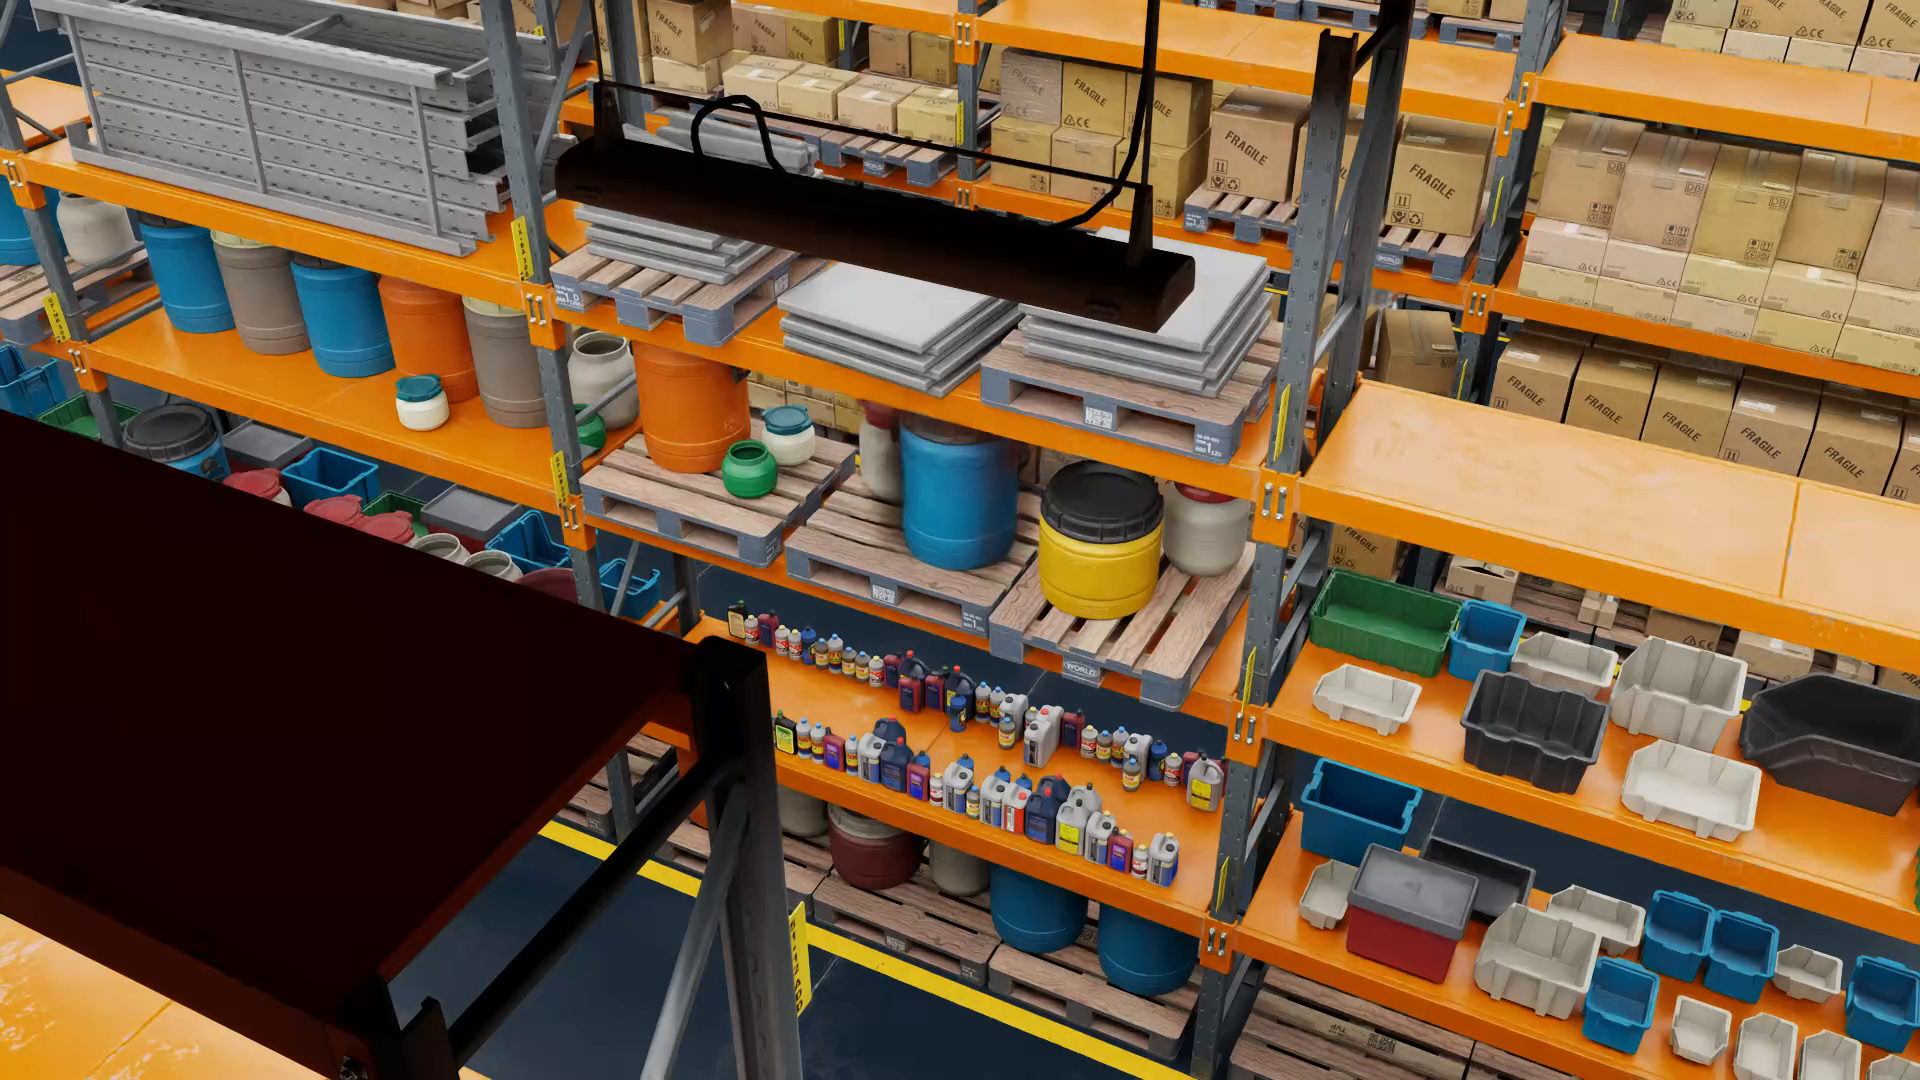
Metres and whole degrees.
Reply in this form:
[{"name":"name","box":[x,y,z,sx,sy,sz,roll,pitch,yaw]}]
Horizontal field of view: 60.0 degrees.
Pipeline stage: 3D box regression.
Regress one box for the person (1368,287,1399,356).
[{"name":"person","box":[3.790,-2.156,15.384,0.493,1.780,0.570,29,44,35]}]
